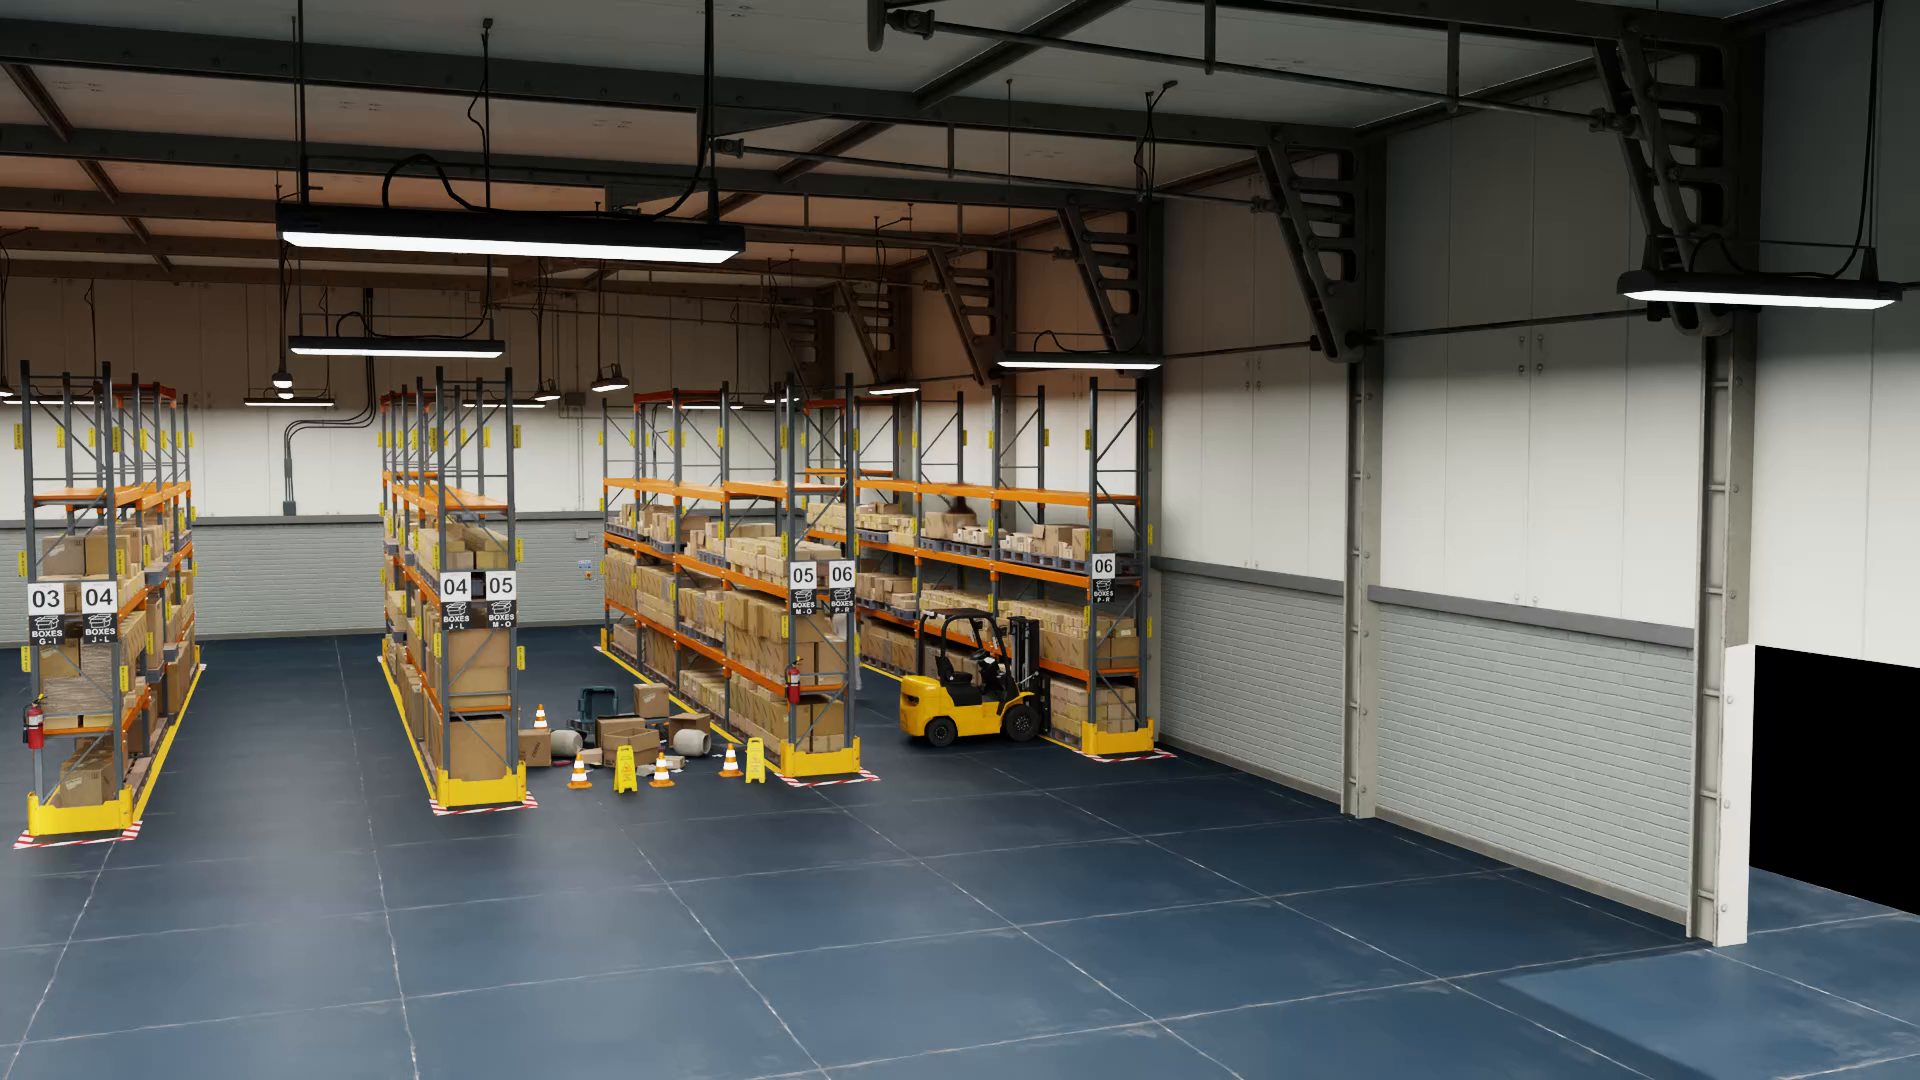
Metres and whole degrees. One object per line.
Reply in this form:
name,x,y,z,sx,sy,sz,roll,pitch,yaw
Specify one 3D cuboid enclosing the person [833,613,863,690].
person,-2.148,2.021,32.161,0.637,1.767,0.514,2,4,35
